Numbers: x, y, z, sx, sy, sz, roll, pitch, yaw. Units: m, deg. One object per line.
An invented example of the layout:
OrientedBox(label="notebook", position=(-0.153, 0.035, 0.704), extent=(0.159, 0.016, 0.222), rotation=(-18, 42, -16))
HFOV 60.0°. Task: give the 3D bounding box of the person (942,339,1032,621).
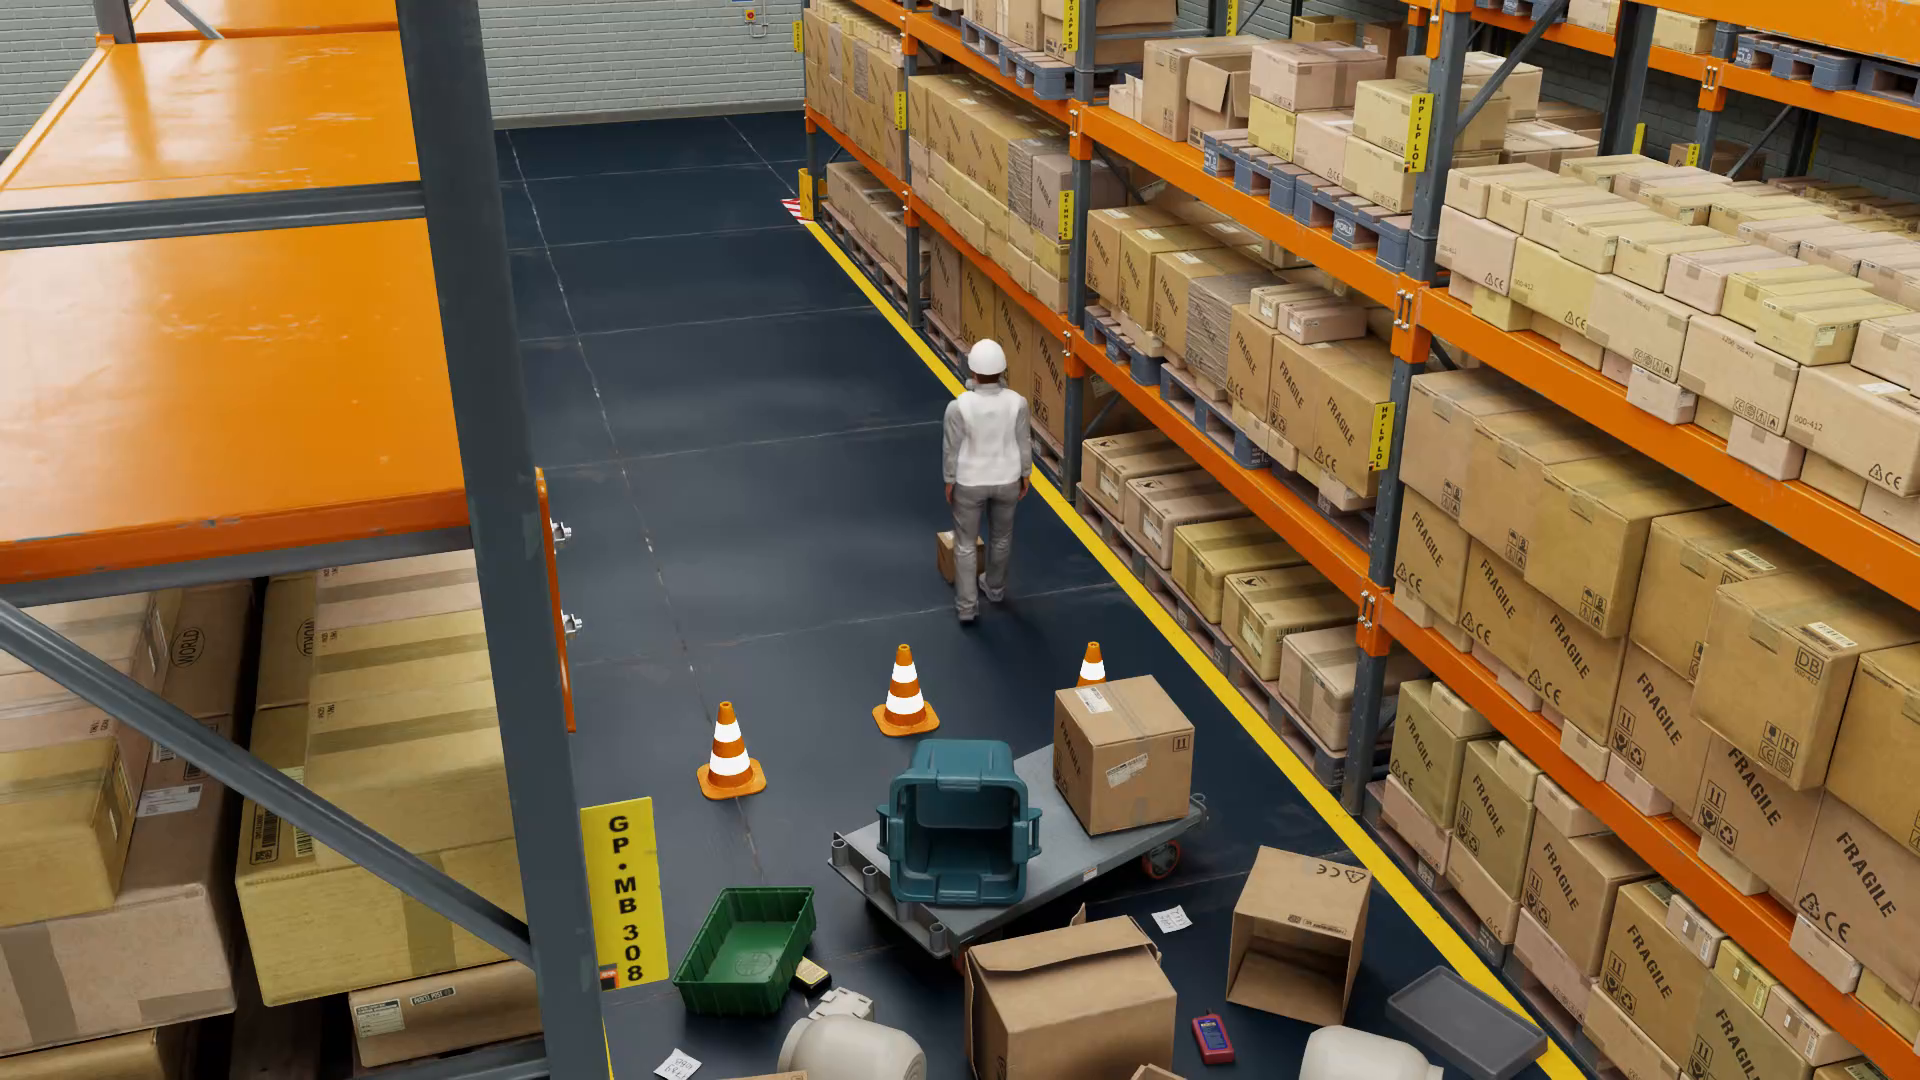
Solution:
OrientedBox(label="person", position=(0.157, -0.381, 10.117), extent=(0.559, 1.791, 0.597), rotation=(-4, 26, -8))
